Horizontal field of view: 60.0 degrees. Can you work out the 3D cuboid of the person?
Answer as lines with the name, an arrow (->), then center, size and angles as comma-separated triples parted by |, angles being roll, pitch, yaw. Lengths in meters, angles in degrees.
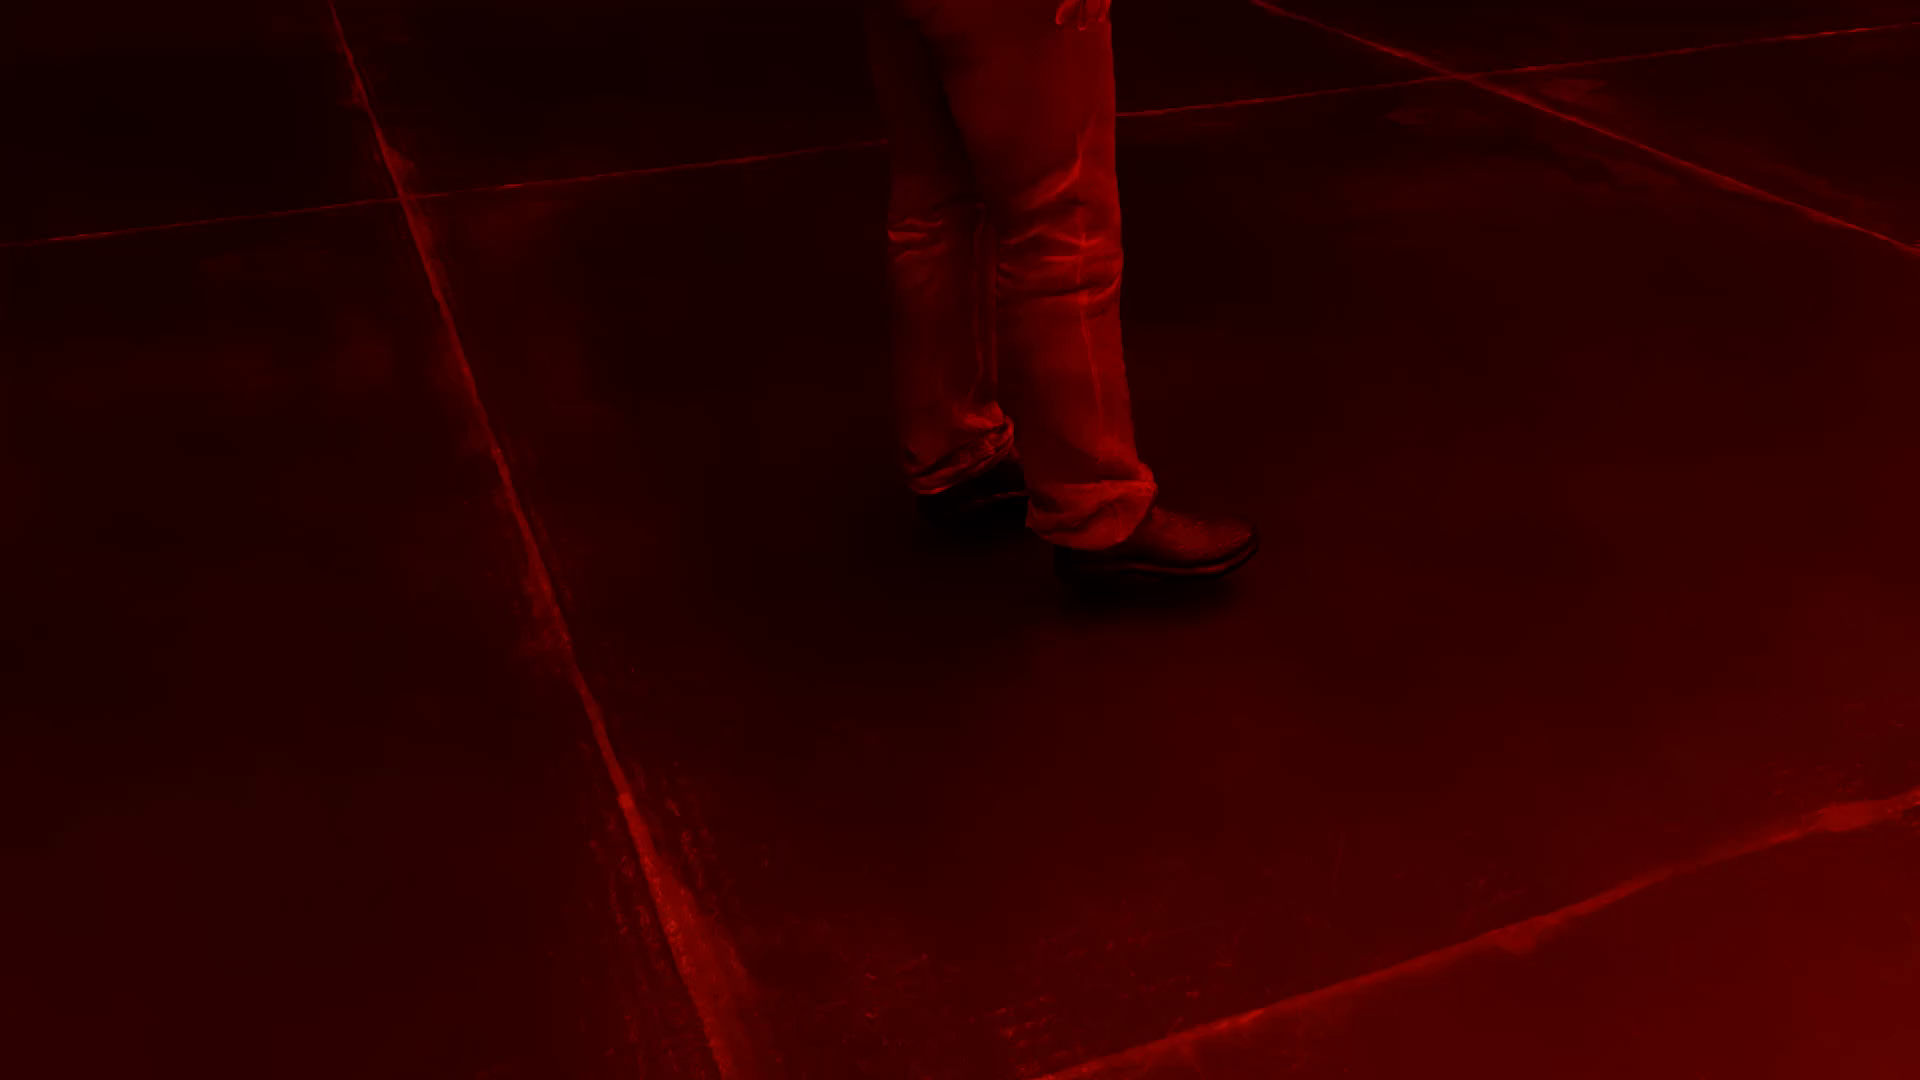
person -> 0.061, -0.797, 2.065 | 0.567, 1.720, 0.632 | -11, 32, -19
